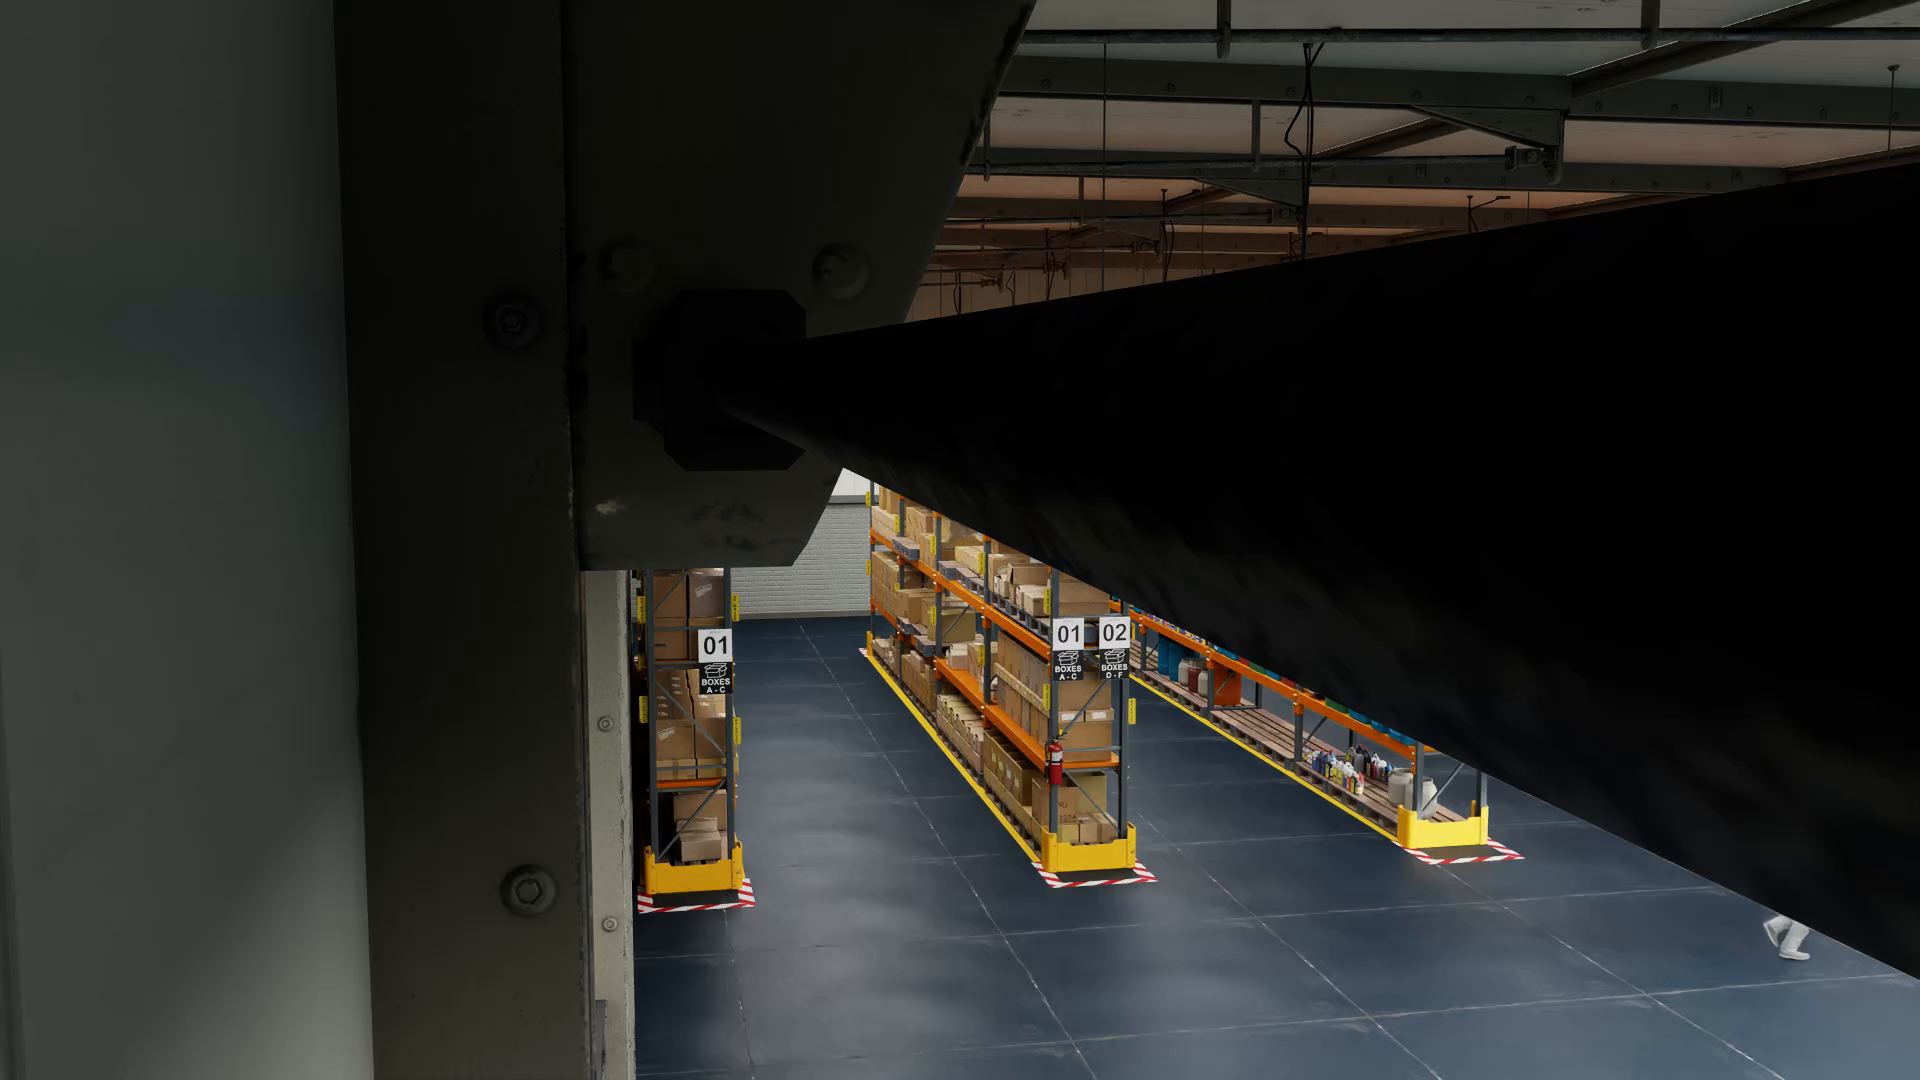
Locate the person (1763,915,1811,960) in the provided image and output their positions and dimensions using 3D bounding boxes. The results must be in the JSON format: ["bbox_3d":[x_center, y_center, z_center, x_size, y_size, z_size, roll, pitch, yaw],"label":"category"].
[{"bbox_3d":[8.935,3.673,17.769,0.568,1.618,0.602,2,6,17],"label":"person"}]
